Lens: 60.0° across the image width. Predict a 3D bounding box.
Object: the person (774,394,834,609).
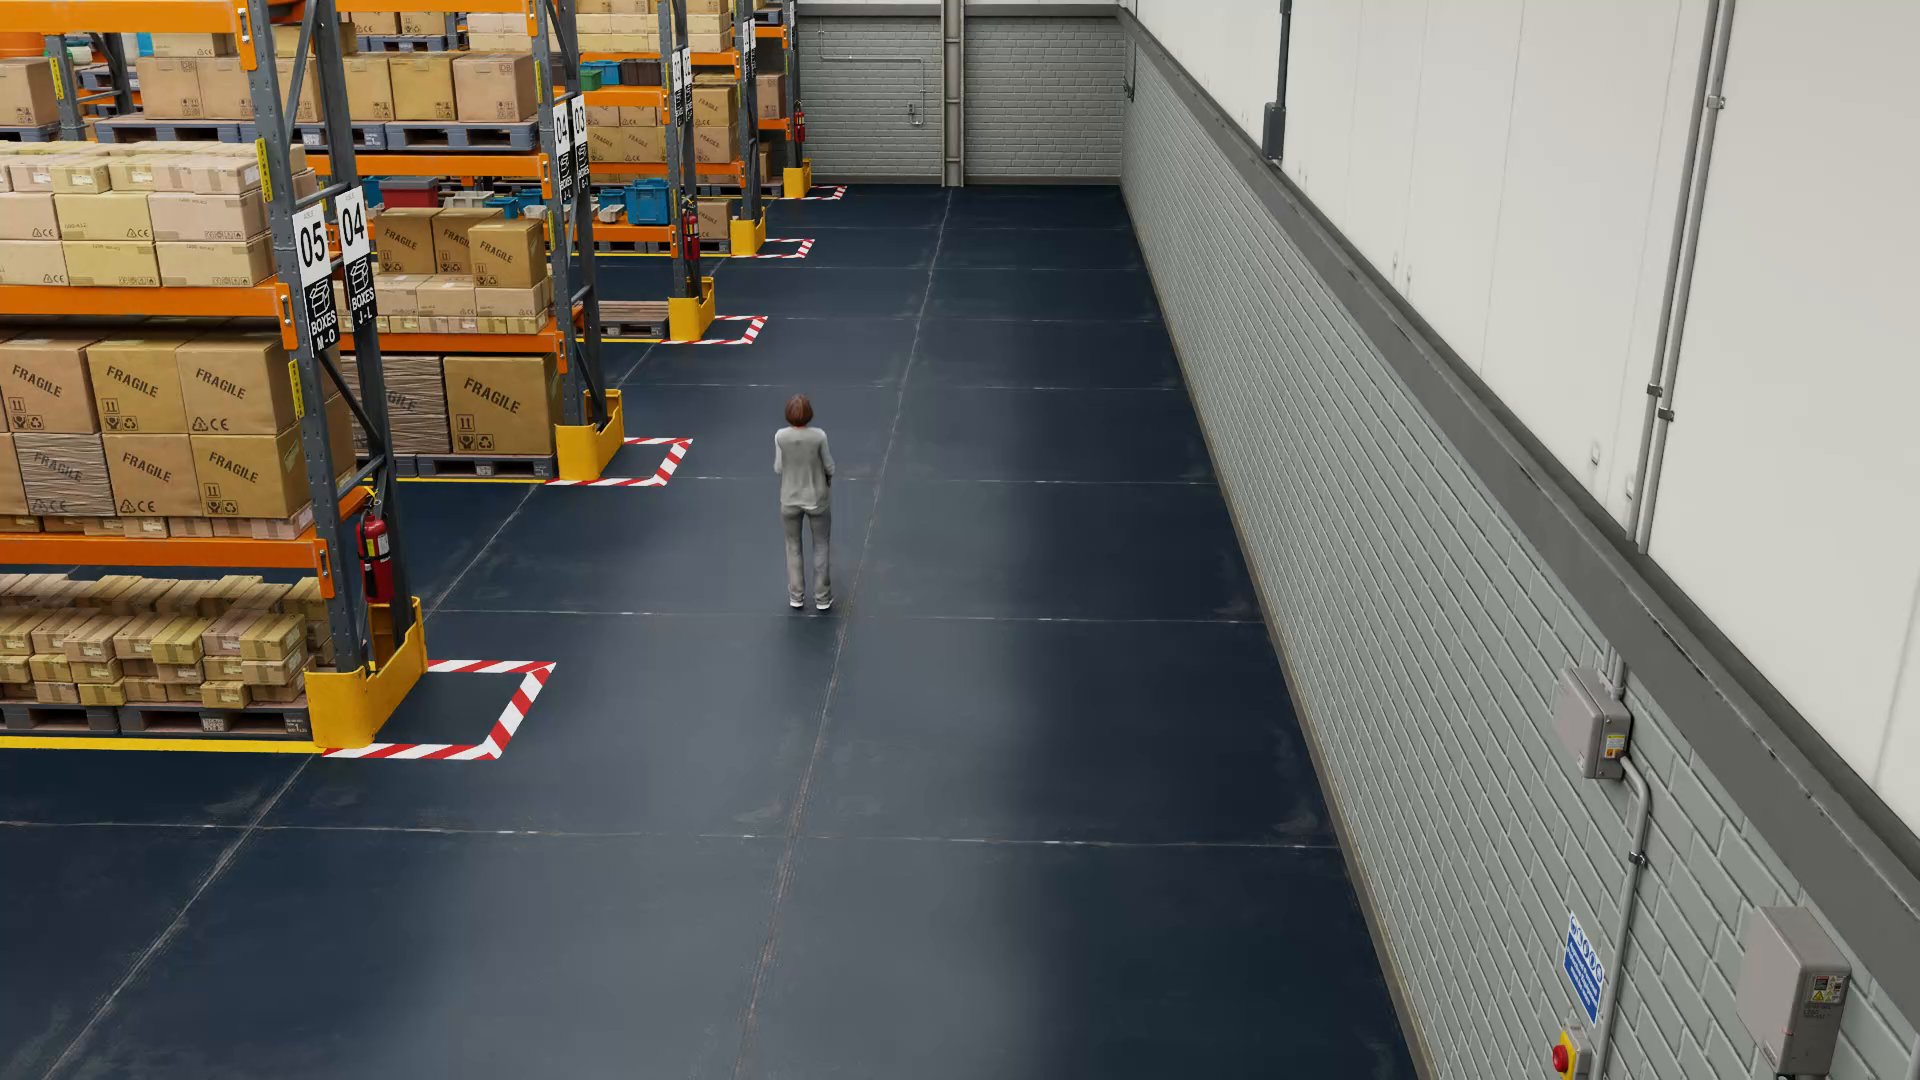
[{"bbox_3d":[-1.099,-0.298,11.865,0.425,1.596,0.489,1,21,1],"label":"person"}]
